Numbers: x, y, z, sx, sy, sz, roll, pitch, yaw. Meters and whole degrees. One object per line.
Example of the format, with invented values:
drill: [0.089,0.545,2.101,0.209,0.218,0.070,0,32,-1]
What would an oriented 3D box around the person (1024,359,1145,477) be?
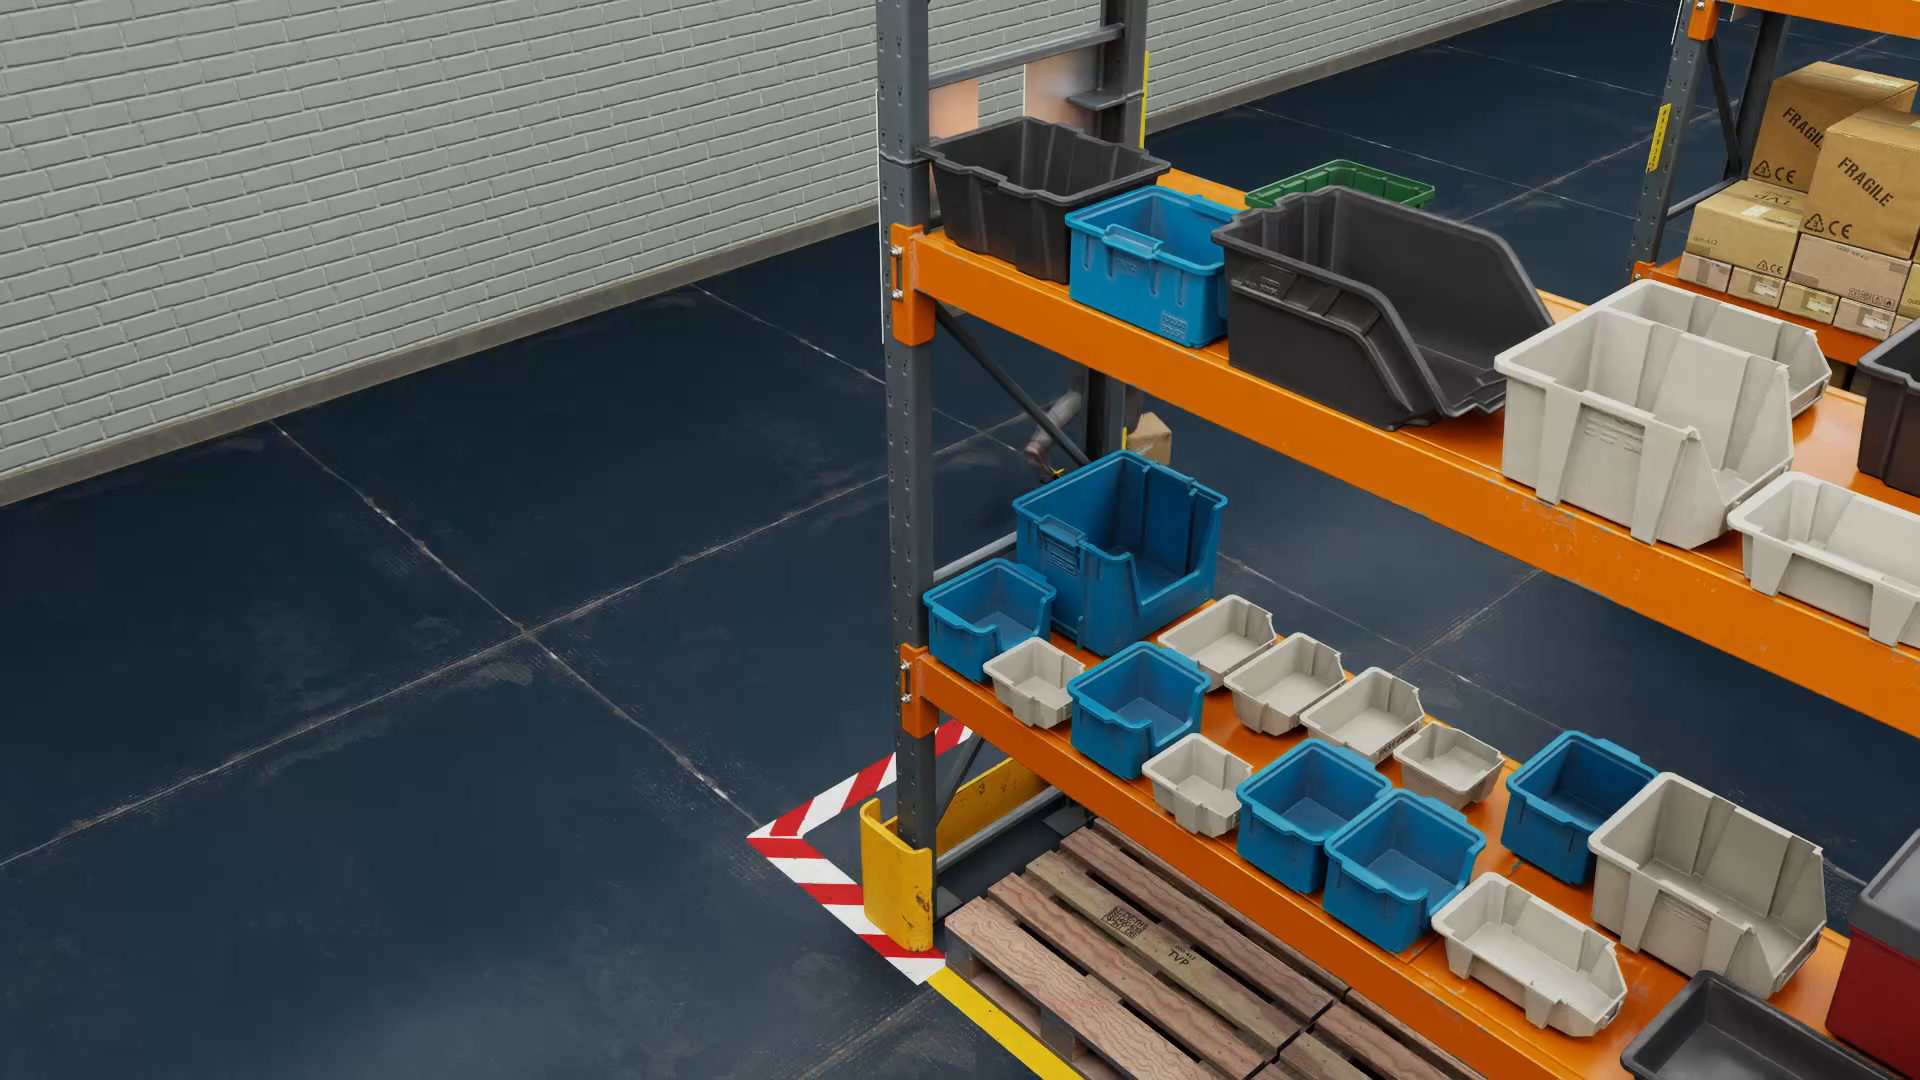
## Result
person: [0.712,-1.062,8.839,0.453,1.609,0.863,27,41,36]
